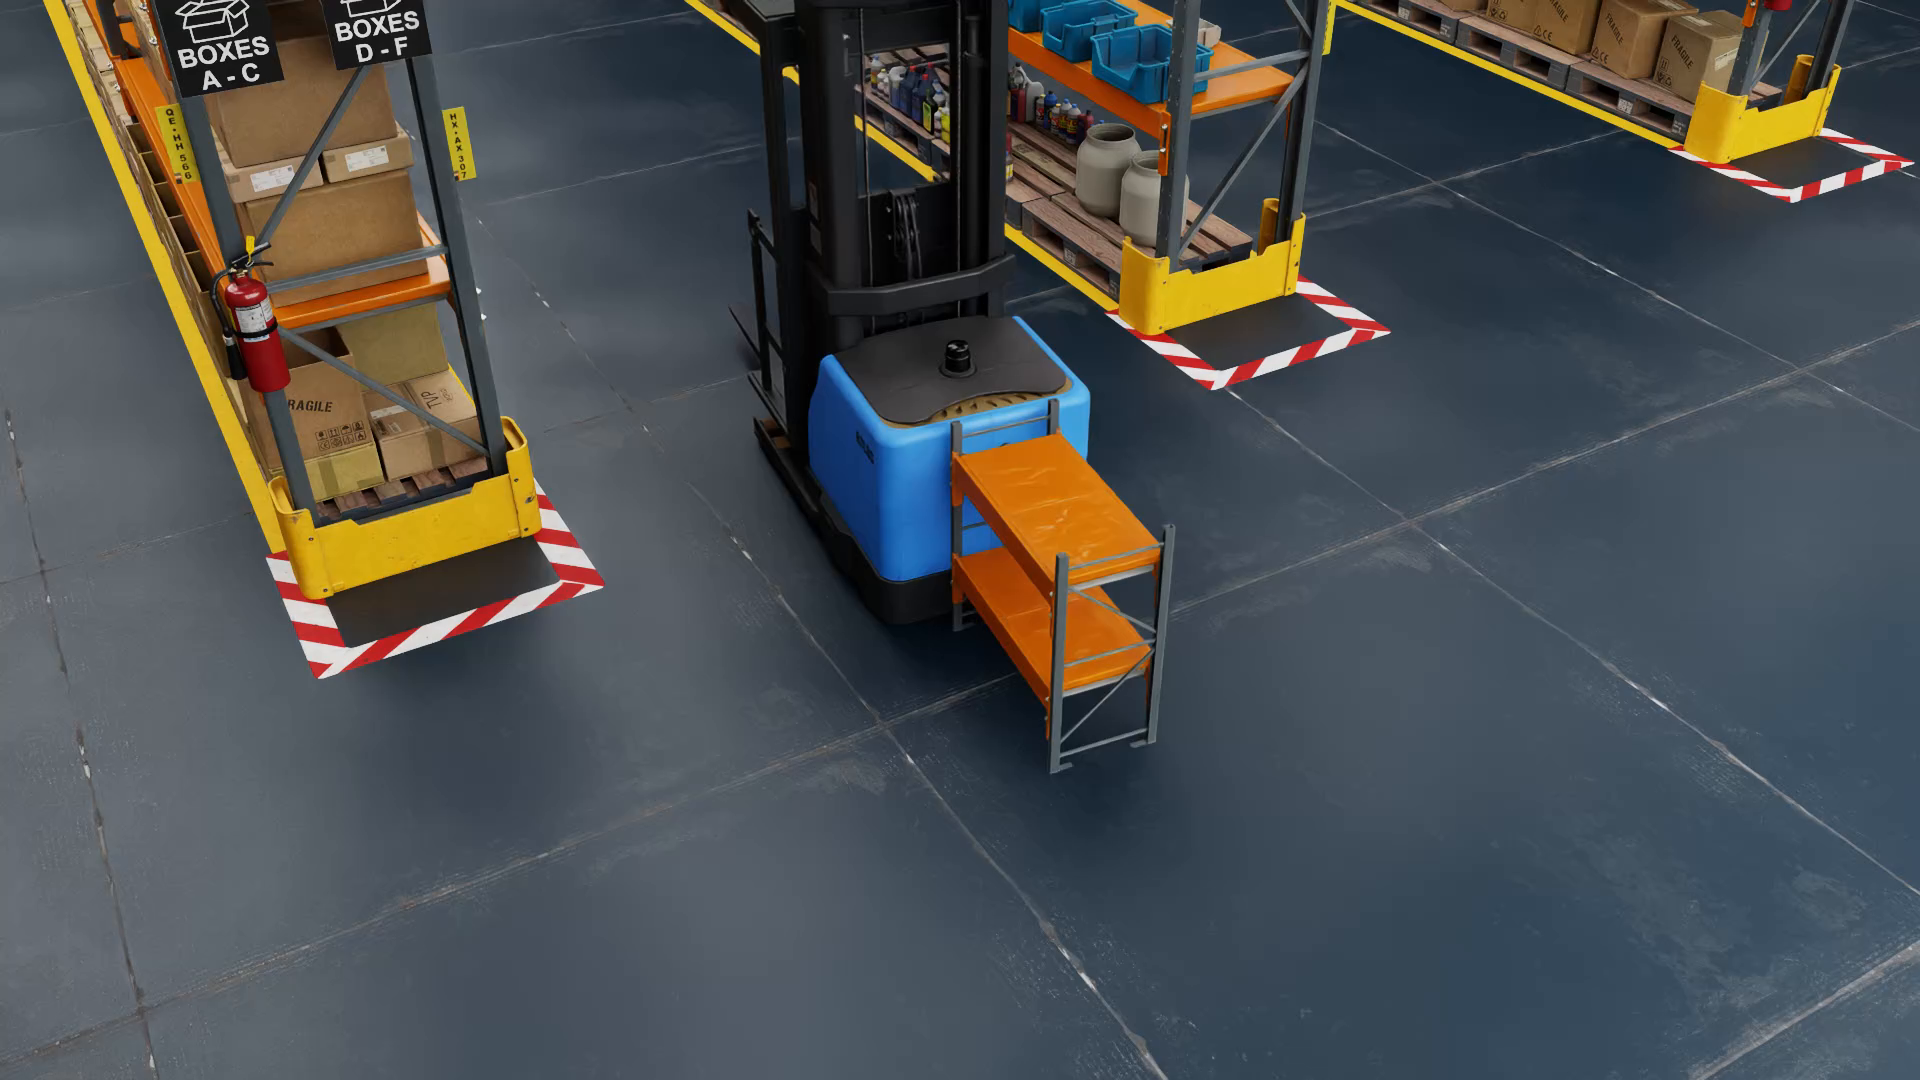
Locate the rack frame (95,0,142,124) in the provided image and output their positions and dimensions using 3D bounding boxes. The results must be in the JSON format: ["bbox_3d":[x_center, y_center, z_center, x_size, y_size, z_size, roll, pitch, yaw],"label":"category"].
[{"bbox_3d":[-4.685,-3.227,10.125,1.000,3.000,0.127,-19,40,-24],"label":"rack frame"}]

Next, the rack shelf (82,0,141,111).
[{"bbox_3d":[-5.690,-3.956,11.733,1.077,0.370,4.000,-19,40,-24],"label":"rack shelf"}]

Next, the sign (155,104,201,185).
[{"bbox_3d":[-3.151,-1.596,6.710,0.100,0.325,0.005,-19,40,-24],"label":"sign"}]

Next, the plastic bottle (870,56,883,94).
[{"bbox_3d":[-0.619,-3.476,12.406,0.097,0.271,0.097,0,36,0],"label":"plastic bottle"}]

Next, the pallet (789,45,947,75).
[{"bbox_3d":[-0.828,-3.955,13.487,1.003,0.211,1.213,-19,40,-24],"label":"pallet"}]

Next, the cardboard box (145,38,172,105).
[{"bbox_3d":[-4.186,-2.775,9.422,0.700,0.500,0.500,-19,40,-24],"label":"cardboard box"}]

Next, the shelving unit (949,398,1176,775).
[{"bbox_3d":[0.396,0.181,7.049,0.538,1.125,1.048,-14,38,-19],"label":"shelving unit"}]

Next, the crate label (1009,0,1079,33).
[{"bbox_3d":[0.451,-3.525,10.504,0.502,0.435,0.616,-19,40,-24],"label":"crate label"}]

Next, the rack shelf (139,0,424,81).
[{"bbox_3d":[-3.680,-3.127,8.056,1.077,0.370,4.000,-19,40,-24],"label":"rack shelf"}]

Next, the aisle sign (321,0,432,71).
[{"bbox_3d":[-2.377,-2.294,6.643,0.394,0.787,0.004,-19,40,-24],"label":"aisle sign"}]

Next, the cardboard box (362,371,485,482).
[{"bbox_3d":[-2.752,-0.585,8.483,0.500,0.250,0.500,-19,40,-24],"label":"cardboard box"}]

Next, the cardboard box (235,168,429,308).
[{"bbox_3d":[-2.899,-1.469,7.633,0.700,0.500,0.500,-19,40,-24],"label":"cardboard box"}]

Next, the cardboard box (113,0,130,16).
[{"bbox_3d":[-5.285,-3.566,10.704,0.396,0.266,0.258,-20,41,-25],"label":"cardboard box"}]

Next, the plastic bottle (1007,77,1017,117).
[{"bbox_3d":[0.356,-3.224,12.051,0.061,0.283,0.133,-19,40,-24],"label":"plastic bottle"}]

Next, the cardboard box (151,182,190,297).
[{"bbox_3d":[-4.220,-1.749,9.441,0.500,0.500,0.500,-19,40,-24],"label":"cardboard box"}]

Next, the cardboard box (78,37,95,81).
[{"bbox_3d":[-6.432,-3.715,12.769,0.500,0.250,0.500,-20,41,-25],"label":"cardboard box"}]

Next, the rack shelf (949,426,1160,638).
[{"bbox_3d":[0.396,-0.055,6.876,0.538,0.278,1.000,-14,38,-19],"label":"rack shelf"}]

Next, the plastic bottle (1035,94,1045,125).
[{"bbox_3d":[0.593,-3.098,11.948,0.097,0.201,0.097,0,36,0],"label":"plastic bottle"}]

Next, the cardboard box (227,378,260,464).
[{"bbox_3d":[-3.462,-0.683,8.618,0.500,0.250,0.500,-19,40,-24],"label":"cardboard box"}]

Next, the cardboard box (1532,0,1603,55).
[{"bbox_3d":[4.965,-4.223,13.253,0.500,0.500,0.500,-15,39,-20],"label":"cardboard box"}]

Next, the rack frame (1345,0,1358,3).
[{"bbox_3d":[3.882,-6.160,14.141,1.000,3.000,0.127,-19,40,-24],"label":"rack frame"}]

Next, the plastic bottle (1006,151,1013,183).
[{"bbox_3d":[0.308,-2.507,11.139,0.097,0.201,0.097,0,36,0],"label":"plastic bottle"}]

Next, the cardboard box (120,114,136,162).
[{"bbox_3d":[-5.136,-2.634,10.813,0.500,0.311,0.500,-19,40,-24],"label":"cardboard box"}]

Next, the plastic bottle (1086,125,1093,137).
[{"bbox_3d":[0.916,-2.770,11.499,0.097,0.201,0.097,0,36,0],"label":"plastic bottle"}]

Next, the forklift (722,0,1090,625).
[{"bbox_3d":[-0.452,-1.660,8.038,1.130,2.935,3.031,-14,38,-19],"label":"forklift"}]

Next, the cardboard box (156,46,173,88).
[{"bbox_3d":[-3.813,-2.418,8.382,0.380,0.149,0.250,-19,40,-25],"label":"cardboard box"}]

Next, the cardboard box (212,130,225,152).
[{"bbox_3d":[-3.165,-1.761,7.482,0.380,0.149,0.250,-18,40,-23],"label":"cardboard box"}]

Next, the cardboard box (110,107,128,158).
[{"bbox_3d":[-5.654,-2.931,11.695,0.500,0.250,0.500,-18,40,-23],"label":"cardboard box"}]

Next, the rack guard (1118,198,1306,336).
[{"bbox_3d":[1.531,-1.668,10.110,1.175,0.500,0.348,-19,40,-24],"label":"rack guard"}]

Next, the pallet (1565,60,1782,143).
[{"bbox_3d":[5.476,-3.458,12.805,1.003,0.211,1.213,-19,40,-24],"label":"pallet"}]

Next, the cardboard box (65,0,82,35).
[{"bbox_3d":[-6.685,-4.198,12.954,0.500,0.311,0.500,-18,40,-22],"label":"cardboard box"}]

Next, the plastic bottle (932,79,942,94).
[{"bbox_3d":[-0.176,-3.196,12.022,0.097,0.271,0.097,0,36,0],"label":"plastic bottle"}]

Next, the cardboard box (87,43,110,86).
[{"bbox_3d":[-5.901,-3.410,11.875,0.500,0.311,0.500,-19,40,-24],"label":"cardboard box"}]

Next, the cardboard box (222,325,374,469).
[{"bbox_3d":[-3.202,-0.734,8.051,0.500,0.500,0.500,-19,40,-24],"label":"cardboard box"}]

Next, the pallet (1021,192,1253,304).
[{"bbox_3d":[1.127,-1.967,10.764,1.003,0.211,1.213,-19,40,-24],"label":"pallet"}]

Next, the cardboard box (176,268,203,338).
[{"bbox_3d":[-4.220,-1.446,9.662,0.500,0.250,0.500,-19,40,-24],"label":"cardboard box"}]

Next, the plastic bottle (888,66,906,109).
[{"bbox_3d":[-0.433,-3.321,12.190,0.152,0.276,0.135,-17,40,-22],"label":"plastic bottle"}]

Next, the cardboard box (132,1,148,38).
[{"bbox_3d":[-4.203,-2.814,8.925,0.380,0.149,0.250,-20,41,-25],"label":"cardboard box"}]

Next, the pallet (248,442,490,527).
[{"bbox_3d":[-3.096,-0.438,8.671,1.003,0.211,1.213,-19,40,-24],"label":"pallet"}]

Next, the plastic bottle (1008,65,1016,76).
[{"bbox_3d":[0.387,-3.362,12.239,0.061,0.283,0.133,-16,39,-21],"label":"plastic bottle"}]

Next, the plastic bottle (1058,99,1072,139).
[{"bbox_3d":[0.746,-2.971,11.715,0.097,0.271,0.097,0,36,0],"label":"plastic bottle"}]

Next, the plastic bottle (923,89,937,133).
[{"bbox_3d":[-0.212,-3.046,11.807,0.061,0.283,0.133,-17,39,-22],"label":"plastic bottle"}]

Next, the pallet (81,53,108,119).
[{"bbox_3d":[-6.315,-3.709,13.149,1.003,0.211,1.213,-19,40,-24],"label":"pallet"}]

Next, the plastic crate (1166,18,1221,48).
[{"bbox_3d":[1.438,-3.098,10.172,0.298,0.136,0.250,-19,40,-24],"label":"plastic crate"}]
